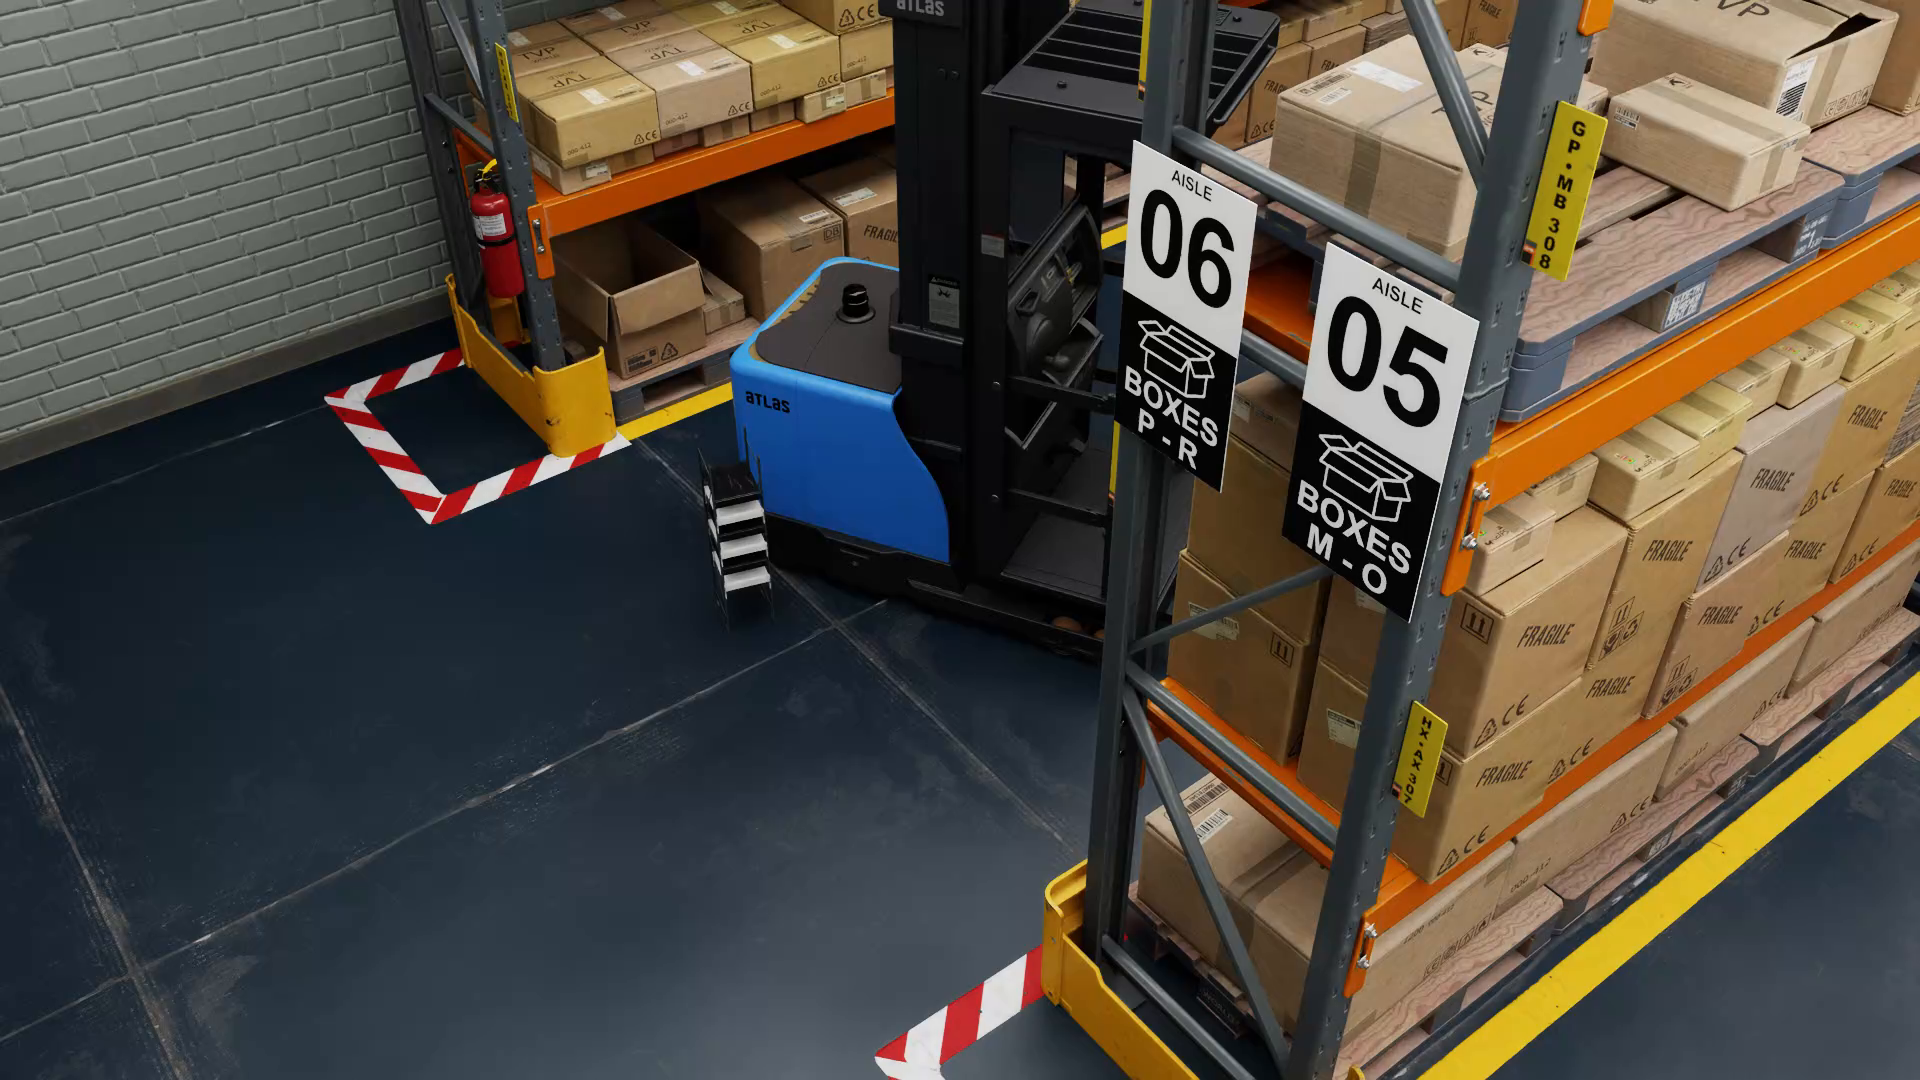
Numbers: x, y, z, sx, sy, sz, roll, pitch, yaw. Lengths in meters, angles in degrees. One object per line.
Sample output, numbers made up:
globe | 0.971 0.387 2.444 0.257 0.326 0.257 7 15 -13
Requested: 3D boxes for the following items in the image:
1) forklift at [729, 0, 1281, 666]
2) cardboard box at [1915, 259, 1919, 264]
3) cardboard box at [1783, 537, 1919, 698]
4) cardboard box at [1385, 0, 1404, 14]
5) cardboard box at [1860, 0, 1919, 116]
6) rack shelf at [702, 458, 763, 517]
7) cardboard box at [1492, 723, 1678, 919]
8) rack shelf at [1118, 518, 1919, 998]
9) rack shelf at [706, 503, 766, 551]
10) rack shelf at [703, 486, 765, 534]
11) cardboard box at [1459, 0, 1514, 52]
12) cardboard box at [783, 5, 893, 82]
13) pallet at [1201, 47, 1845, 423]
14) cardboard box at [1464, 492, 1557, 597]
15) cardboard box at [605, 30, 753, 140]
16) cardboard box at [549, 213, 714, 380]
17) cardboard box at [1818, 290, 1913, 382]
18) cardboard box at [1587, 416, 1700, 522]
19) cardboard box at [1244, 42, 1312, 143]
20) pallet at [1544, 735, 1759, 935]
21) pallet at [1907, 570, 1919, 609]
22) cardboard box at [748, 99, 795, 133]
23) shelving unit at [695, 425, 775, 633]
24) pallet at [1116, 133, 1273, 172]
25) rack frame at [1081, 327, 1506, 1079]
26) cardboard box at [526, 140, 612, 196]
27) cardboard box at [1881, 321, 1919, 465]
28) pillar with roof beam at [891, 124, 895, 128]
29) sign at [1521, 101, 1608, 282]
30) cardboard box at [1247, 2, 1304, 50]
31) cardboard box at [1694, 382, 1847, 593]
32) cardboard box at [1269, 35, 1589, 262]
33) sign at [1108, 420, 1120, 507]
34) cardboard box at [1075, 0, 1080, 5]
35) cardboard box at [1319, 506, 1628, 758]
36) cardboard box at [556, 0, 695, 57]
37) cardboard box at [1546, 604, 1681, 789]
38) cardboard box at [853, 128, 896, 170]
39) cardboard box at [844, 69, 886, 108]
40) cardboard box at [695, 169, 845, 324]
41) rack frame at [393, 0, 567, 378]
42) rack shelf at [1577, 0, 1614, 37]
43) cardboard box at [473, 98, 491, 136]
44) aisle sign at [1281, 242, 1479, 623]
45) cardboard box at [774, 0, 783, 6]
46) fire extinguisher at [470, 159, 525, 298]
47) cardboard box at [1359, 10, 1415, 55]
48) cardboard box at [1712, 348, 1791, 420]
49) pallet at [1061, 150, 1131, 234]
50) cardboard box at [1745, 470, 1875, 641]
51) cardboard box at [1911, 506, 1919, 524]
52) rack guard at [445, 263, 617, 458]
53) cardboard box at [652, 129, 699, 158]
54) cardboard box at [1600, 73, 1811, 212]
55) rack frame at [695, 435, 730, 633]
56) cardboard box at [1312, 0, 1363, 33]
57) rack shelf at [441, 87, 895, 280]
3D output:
forklift | 0.571 -0.974 6.627 3.031 2.935 1.130 16 42 18
cardboard box | 2.838 -0.867 5.063 0.250 0.149 0.380 -27 46 -29
cardboard box | 3.377 0.085 6.971 0.875 0.438 0.875 -27 46 -29
cardboard box | 2.778 -3.603 10.905 0.250 0.149 0.380 -28 47 -30
cardboard box | 2.458 -1.490 4.347 0.500 0.500 0.500 -25 46 -27
rack shelf | -0.952 -0.220 6.935 0.200 0.077 0.258 -13 41 -16
cardboard box | 1.951 0.778 6.125 0.875 0.438 0.875 -25 45 -27
rack shelf | 2.354 0.119 5.807 4.000 0.370 1.077 -26 46 -28
rack shelf | -0.952 -0.081 7.049 0.200 0.077 0.258 -13 41 -16
rack shelf | -0.952 -0.150 6.992 0.200 0.077 0.258 -13 41 -16
cardboard box | 3.476 -3.709 11.546 0.500 0.500 0.500 -27 46 -29
cardboard box | -0.543 -2.579 8.412 0.500 0.250 0.500 -27 47 -29
pallet | 1.350 -0.804 4.070 1.213 0.211 1.003 -26 46 -28
cardboard box | 1.218 -0.060 4.080 0.250 0.149 0.380 -25 46 -27
cardboard box | -1.336 -2.173 7.918 0.500 0.250 0.500 -25 46 -28
cardboard box | -1.717 -1.267 8.567 0.637 0.503 0.797 -28 47 -30
cardboard box | 2.474 -0.639 4.785 0.250 0.149 0.380 -27 47 -29
cardboard box | 1.659 -0.240 4.299 0.250 0.149 0.380 -25 45 -27
cardboard box | 1.849 -2.908 10.569 0.500 0.500 0.500 -27 46 -29
pallet | 2.321 0.874 6.518 1.213 0.211 1.003 -26 46 -28
pallet | 4.506 -0.190 7.816 1.213 0.211 1.003 -26 46 -28
cardboard box | -1.026 -2.186 8.248 0.250 0.149 0.380 -25 46 -27
shelving unit | -0.952 -0.037 7.085 0.210 0.900 0.258 -13 41 -16
pallet | 1.534 -2.682 10.853 1.213 0.211 1.003 -26 46 -28
rack frame | 0.768 0.614 4.637 0.127 3.000 1.000 -26 46 -28
cardboard box | -1.831 -1.773 7.744 0.250 0.149 0.380 -26 46 -28
cardboard box | 2.929 -0.643 5.301 0.500 0.500 0.500 -25 46 -28
pillar with roof beam | 2.434 -3.766 5.245 0.400 9.000 9.100 -26 46 -28
sign | 1.102 -0.633 3.040 0.005 0.325 0.100 -26 46 -28
cardboard box | 1.937 -3.242 10.466 0.250 0.149 0.380 -27 46 -29
cardboard box | 2.131 -0.260 4.835 0.500 0.500 0.500 -26 46 -28
cardboard box | 1.070 -0.908 3.836 0.500 0.250 0.500 -30 48 -32
sign | 0.449 -0.204 4.534 0.005 0.325 0.100 -26 46 -28
cardboard box | 0.657 -3.165 9.126 0.500 0.250 0.500 -25 45 -27
cardboard box | 1.322 0.146 4.340 0.500 0.500 0.500 -27 46 -29
cardboard box | -1.647 -2.448 8.253 0.500 0.250 0.500 -26 46 -28
cardboard box | 1.708 0.324 4.911 0.500 0.500 0.500 -27 46 -29
cardboard box | -0.192 -1.978 9.436 0.500 0.500 0.700 -28 47 -30
cardboard box | -0.583 -2.358 8.457 0.250 0.149 0.380 -25 45 -27
cardboard box | -1.015 -1.577 8.947 0.500 0.500 0.700 -24 45 -26
rack frame | -2.259 -1.881 7.678 0.127 3.000 1.000 -26 46 -28
rack shelf | 2.354 -2.046 4.032 4.000 0.370 1.077 -26 46 -28
cardboard box | -2.160 -2.047 8.078 0.250 0.149 0.380 -27 46 -29
aisle sign | 0.888 -0.218 3.601 0.004 0.787 0.394 -26 46 -28
cardboard box | -0.836 -2.839 8.730 0.500 0.250 0.500 -26 46 -28
fire extinguisher | -2.094 -1.418 7.468 0.183 0.674 0.296 -26 46 -28
cardboard box | 2.663 -3.296 11.042 0.500 0.500 0.500 -28 47 -30
cardboard box | 2.033 -0.479 4.590 0.250 0.149 0.380 -26 46 -28
pallet | 0.367 -2.084 10.124 1.213 0.211 1.003 -26 46 -28
cardboard box | 2.509 -0.065 5.386 0.500 0.500 0.500 -24 45 -27
cardboard box | 3.323 -0.462 5.869 0.500 0.500 0.500 -27 47 -29
rack guard | -2.199 -0.944 8.507 0.348 0.500 1.175 -26 46 -28
cardboard box | -1.471 -2.014 8.038 0.250 0.149 0.380 -27 46 -29
cardboard box | 1.771 -0.955 3.972 0.250 0.149 0.380 -24 45 -27
rack frame | -1.048 -0.014 7.058 0.006 0.900 0.240 -13 41 -16
cardboard box | 2.356 -3.415 10.676 0.250 0.149 0.380 -24 45 -27
rack shelf | -0.673 -2.376 8.849 4.000 0.370 1.077 -26 46 -28
